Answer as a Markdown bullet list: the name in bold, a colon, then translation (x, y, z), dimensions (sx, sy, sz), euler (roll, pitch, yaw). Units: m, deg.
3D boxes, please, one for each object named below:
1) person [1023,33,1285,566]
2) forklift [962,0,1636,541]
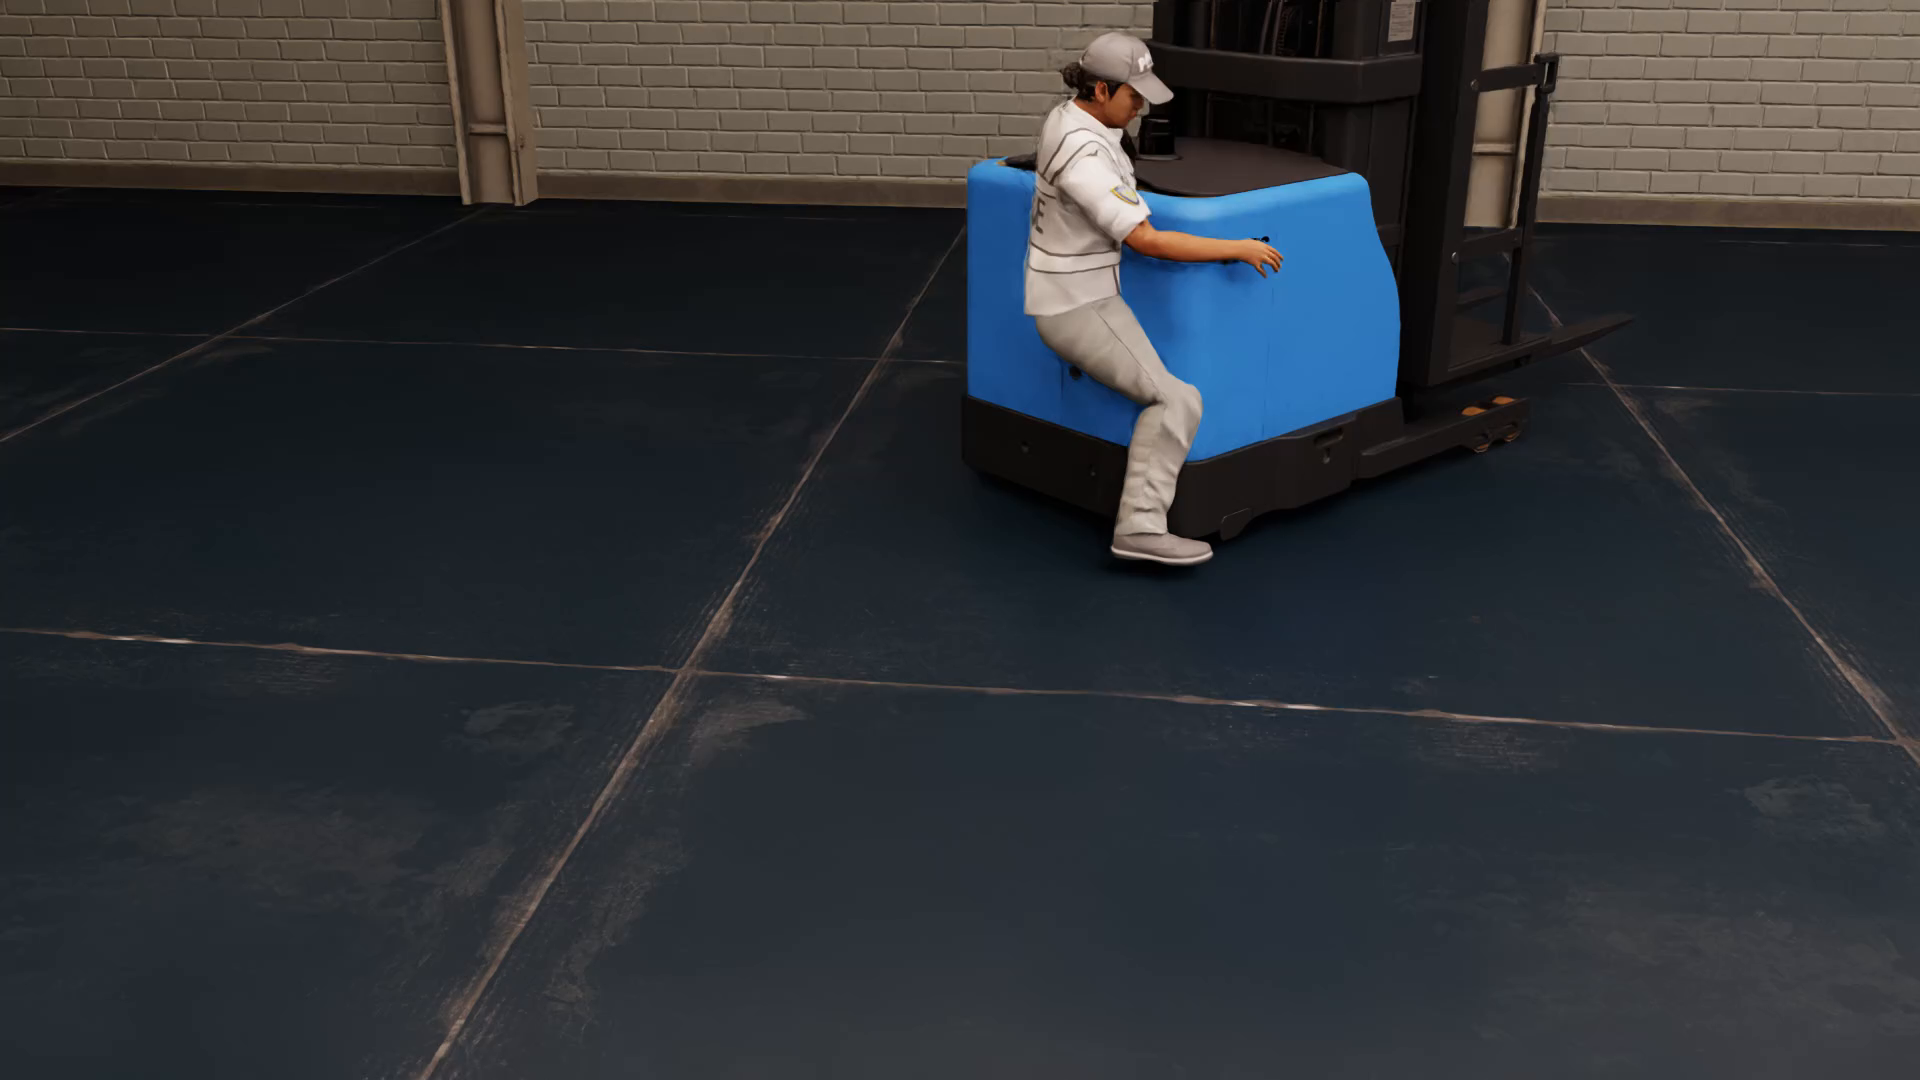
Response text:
- **person**: translation (0.561, -0.759, 4.984), dimensions (0.744, 1.468, 0.850), euler (1, 22, 2)
- **forklift**: translation (1.445, -1.799, 5.722), dimensions (3.031, 2.935, 1.130), euler (-18, 28, -38)
